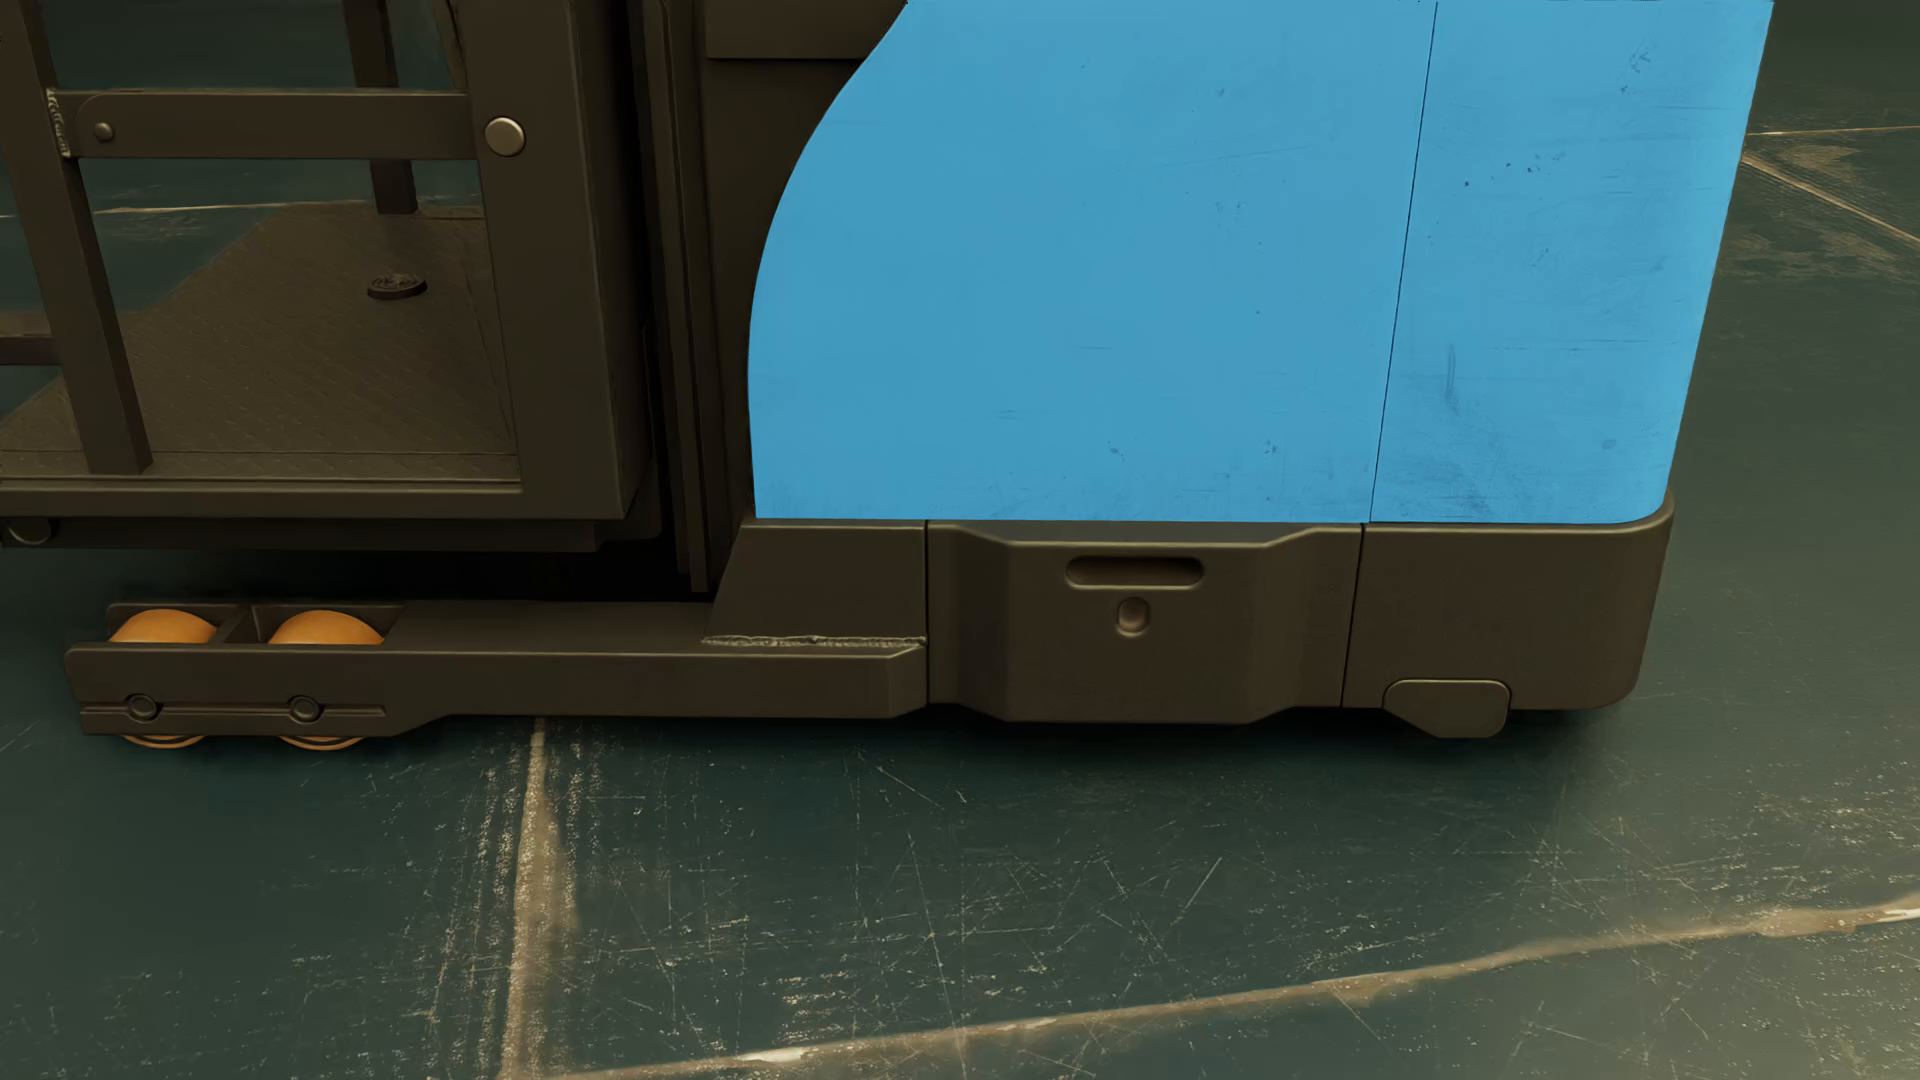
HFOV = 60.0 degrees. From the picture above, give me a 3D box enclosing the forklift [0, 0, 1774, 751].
[{"bbox_3d":[-0.675,-1.287,1.798,3.031,2.935,1.130,0,28,1],"label":"forklift"}]
